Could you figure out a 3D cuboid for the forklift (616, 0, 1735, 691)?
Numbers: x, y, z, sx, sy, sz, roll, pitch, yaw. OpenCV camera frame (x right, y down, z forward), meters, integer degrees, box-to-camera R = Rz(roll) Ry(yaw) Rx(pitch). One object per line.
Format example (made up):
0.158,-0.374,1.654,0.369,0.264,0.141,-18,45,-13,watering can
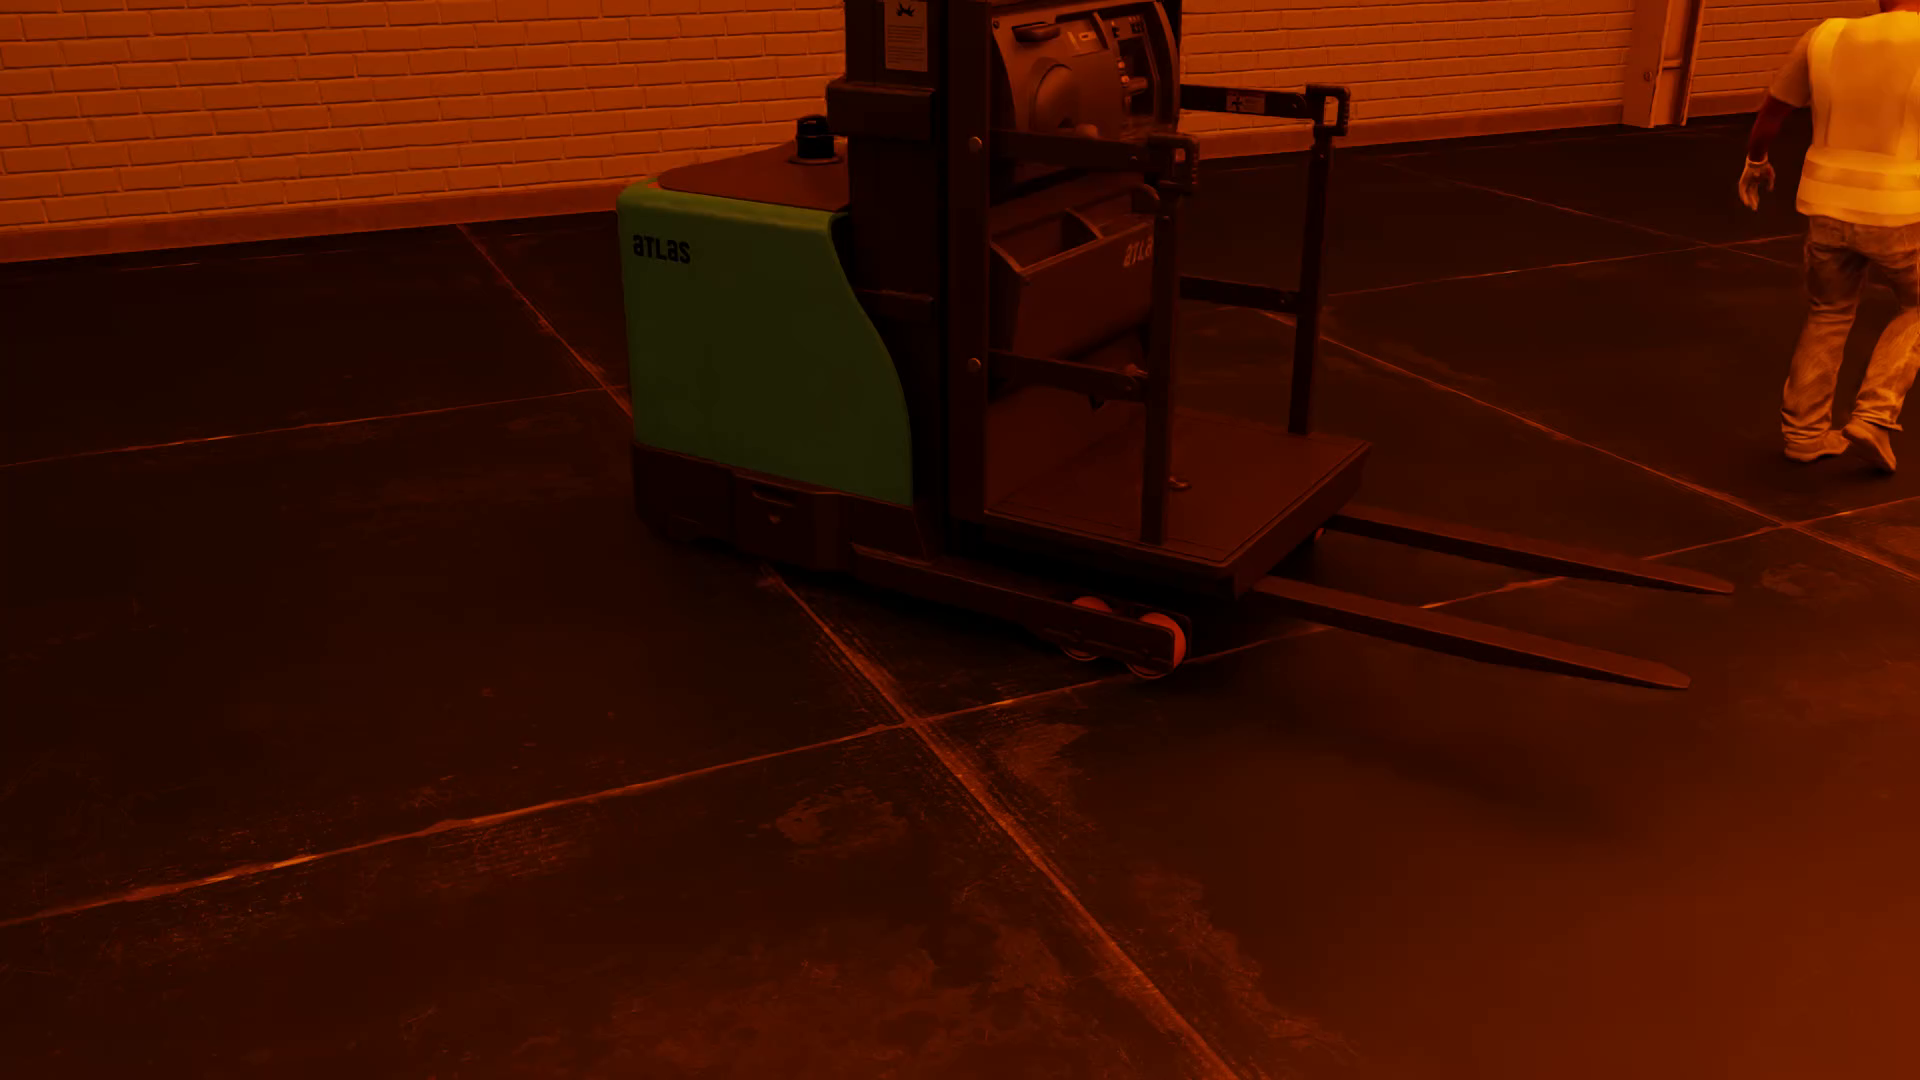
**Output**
0.519,-1.230,4.247,3.031,2.935,1.130,13,26,29,forklift

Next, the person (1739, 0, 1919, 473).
2.971,-1.101,5.492,0.483,1.759,0.827,-16,27,-33,person
